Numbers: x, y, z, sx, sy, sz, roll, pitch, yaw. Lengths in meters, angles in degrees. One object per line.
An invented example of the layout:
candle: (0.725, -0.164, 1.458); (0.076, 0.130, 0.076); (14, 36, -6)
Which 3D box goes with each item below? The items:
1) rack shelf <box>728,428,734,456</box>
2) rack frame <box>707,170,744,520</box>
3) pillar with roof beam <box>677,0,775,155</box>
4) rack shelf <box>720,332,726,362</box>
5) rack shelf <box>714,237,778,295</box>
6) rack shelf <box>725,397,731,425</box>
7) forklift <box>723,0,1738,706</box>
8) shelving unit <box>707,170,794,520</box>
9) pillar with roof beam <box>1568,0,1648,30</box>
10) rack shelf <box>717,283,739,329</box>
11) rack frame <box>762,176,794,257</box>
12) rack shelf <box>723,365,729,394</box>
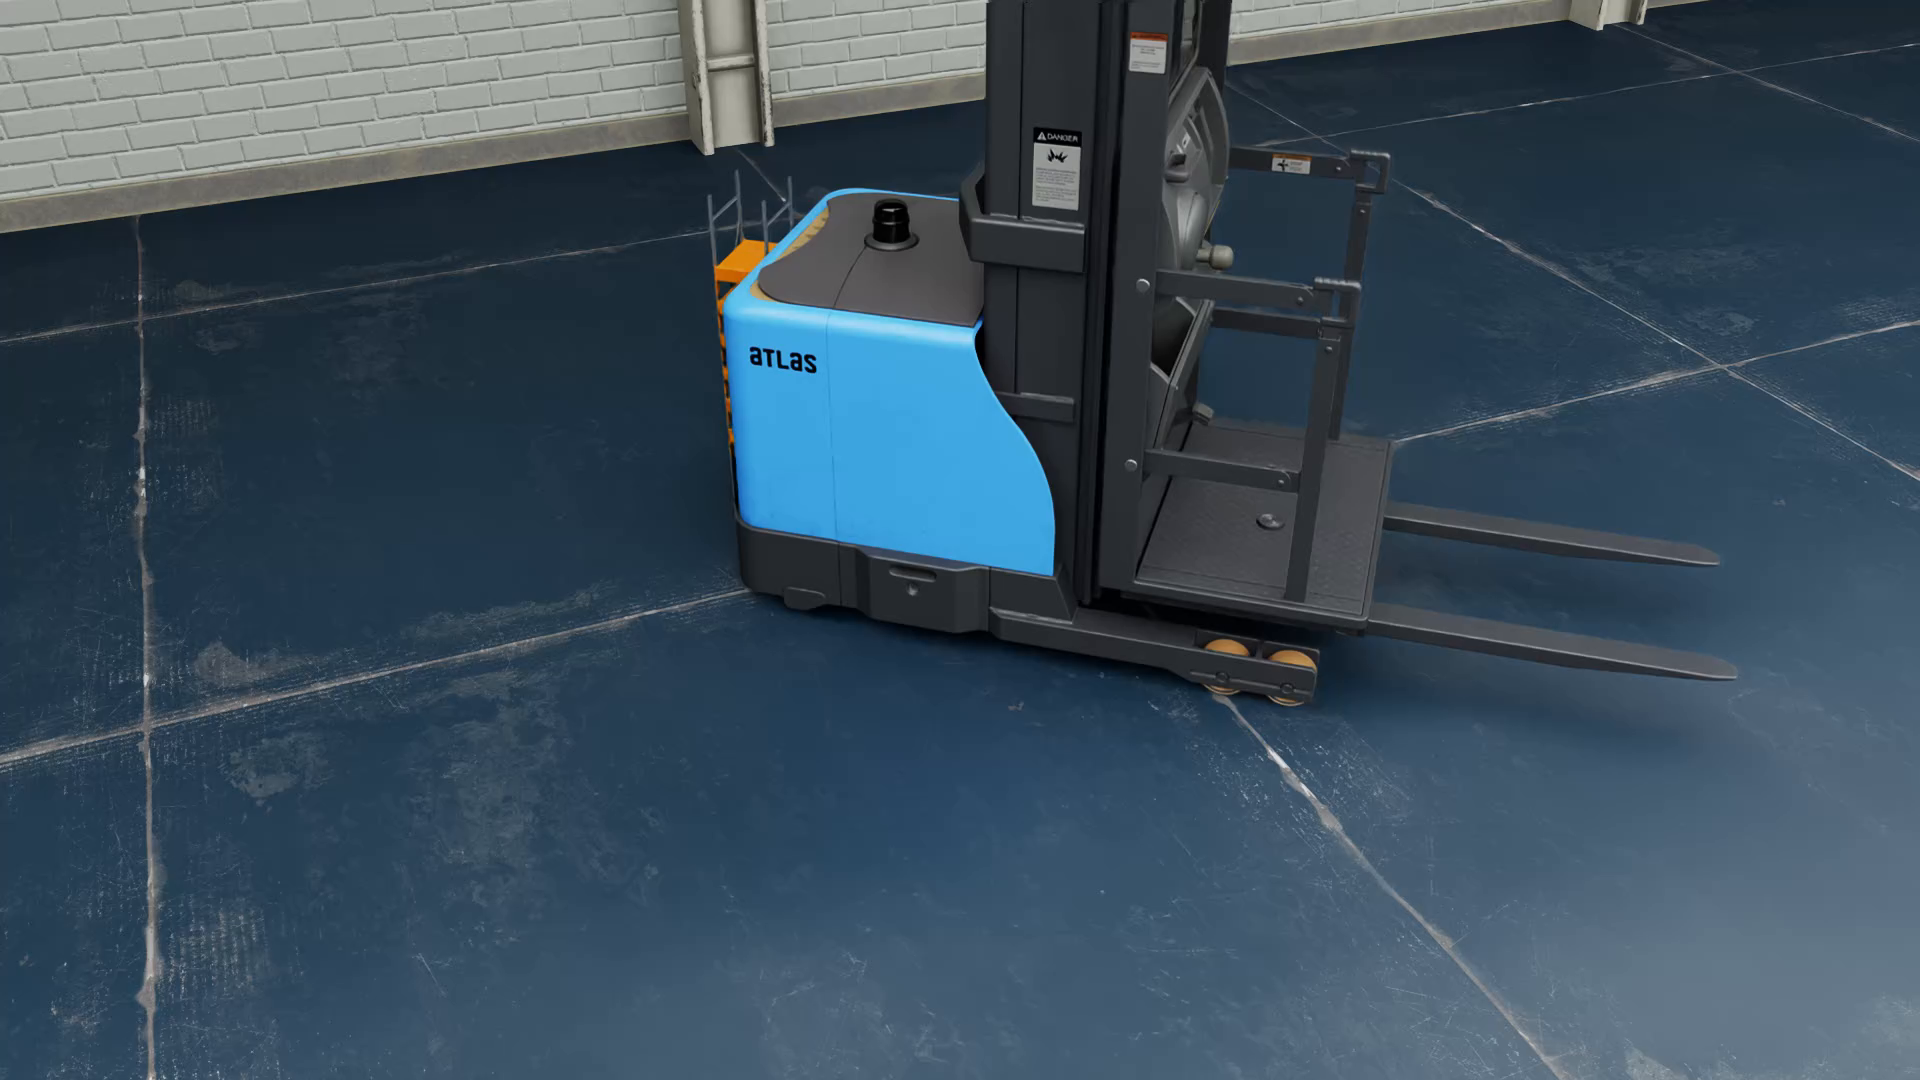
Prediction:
rack shelf: (-0.667, -0.383, 5.760); (0.180, 0.103, 0.258); (9, 34, 14)
rack frame: (-0.755, -0.636, 5.627); (0.006, 1.200, 0.240); (9, 34, 14)
pillar with roof beam: (0.417, -3.791, 3.325); (0.400, 9.000, 9.100); (-13, 35, -19)
rack shelf: (-0.667, -0.685, 5.564); (0.180, 0.103, 0.258); (9, 34, 14)
rack shelf: (-0.667, -0.886, 5.433); (0.180, 0.103, 0.258); (9, 34, 14)
rack shelf: (-0.667, -0.484, 5.695); (0.180, 0.103, 0.258); (9, 34, 14)
forklift: (0.858, -1.055, 4.684); (3.031, 2.935, 1.130); (9, 34, 14)
shelving unit: (-0.667, -0.621, 5.605); (0.189, 1.200, 0.258); (9, 34, 14)
pillar with roof beam: (5.949, -5.058, 5.272); (0.400, 9.000, 9.100); (-13, 35, -19)
rack shelf: (-0.667, -0.785, 5.498); (0.180, 0.103, 0.258); (9, 34, 14)
rack frame: (-0.580, -0.607, 5.583); (0.006, 1.200, 0.240); (9, 34, 14)
rack shelf: (-0.667, -0.584, 5.629); (0.180, 0.103, 0.258); (9, 34, 14)
